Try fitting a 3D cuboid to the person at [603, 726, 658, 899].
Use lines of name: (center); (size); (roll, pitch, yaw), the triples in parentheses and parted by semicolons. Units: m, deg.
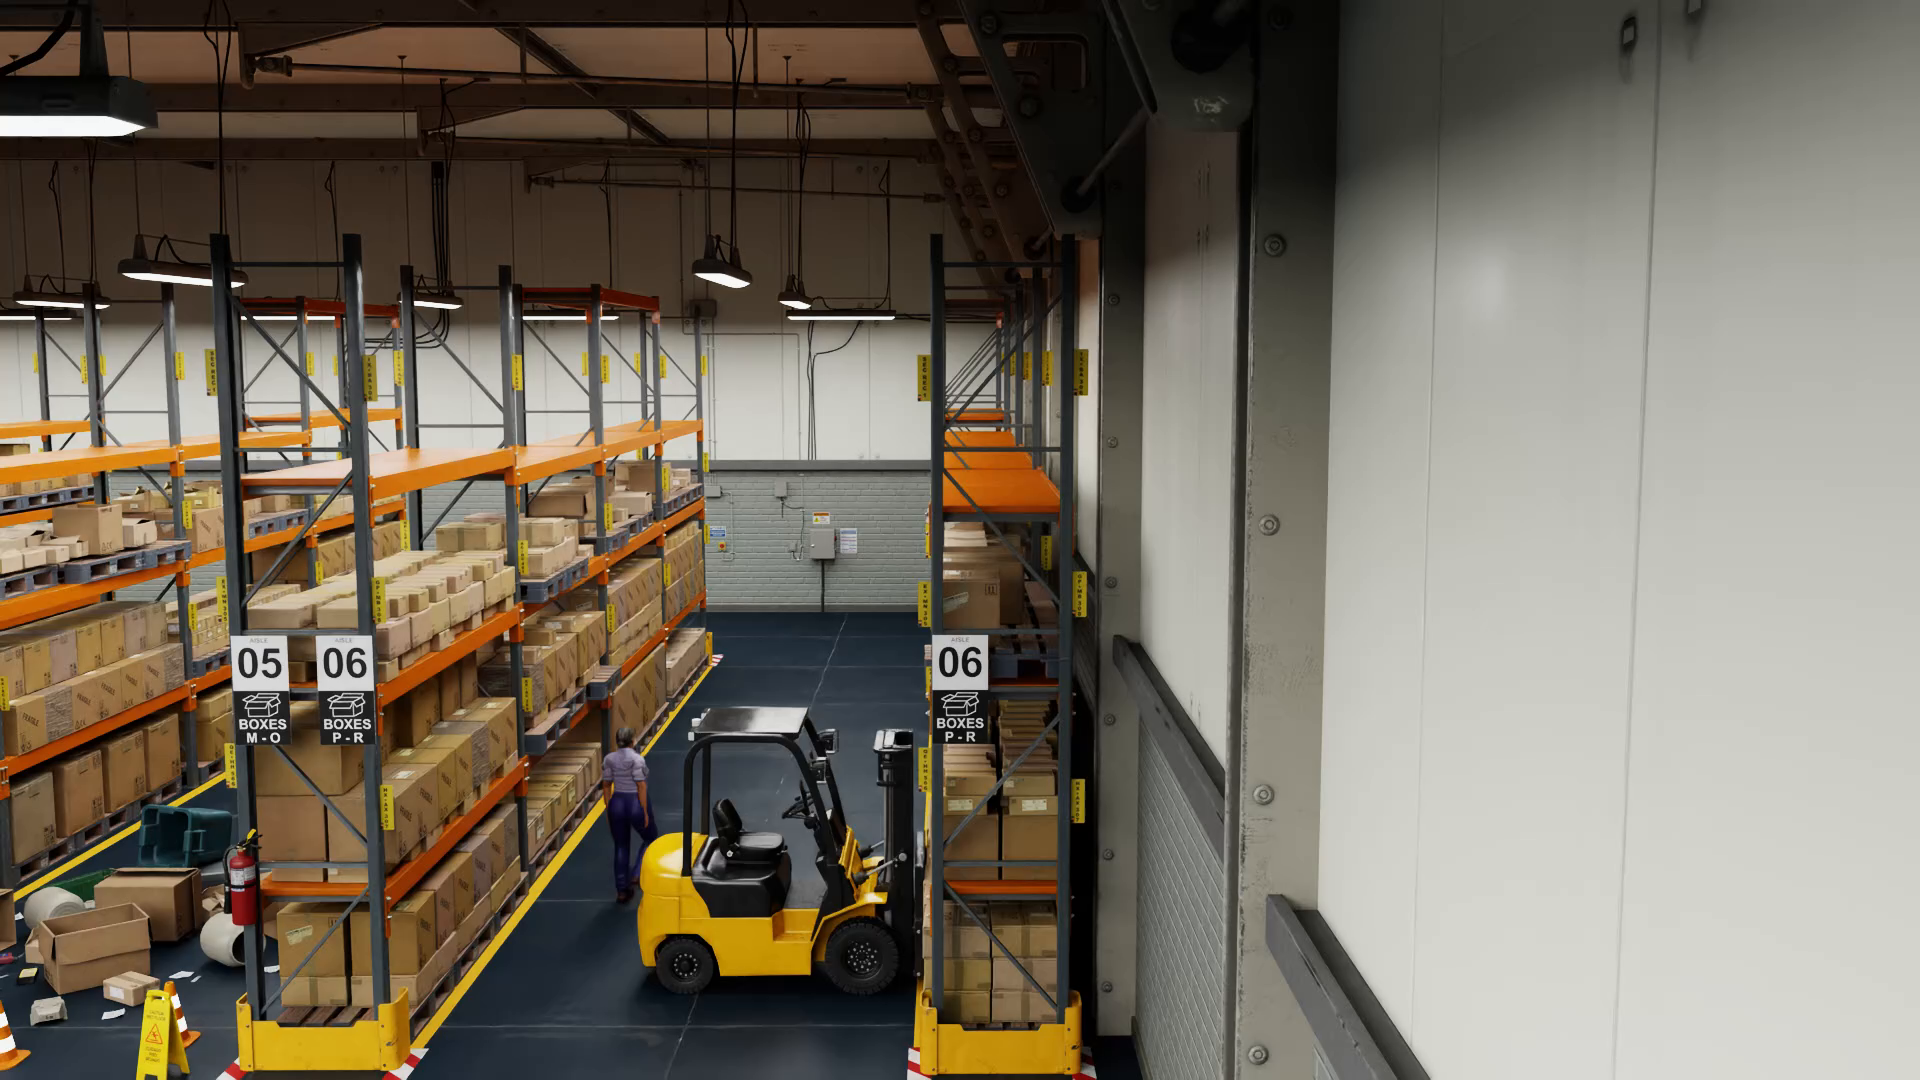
person: (-3.164, 2.597, 15.893); (0.546, 1.637, 0.462); (1, 6, 8)
